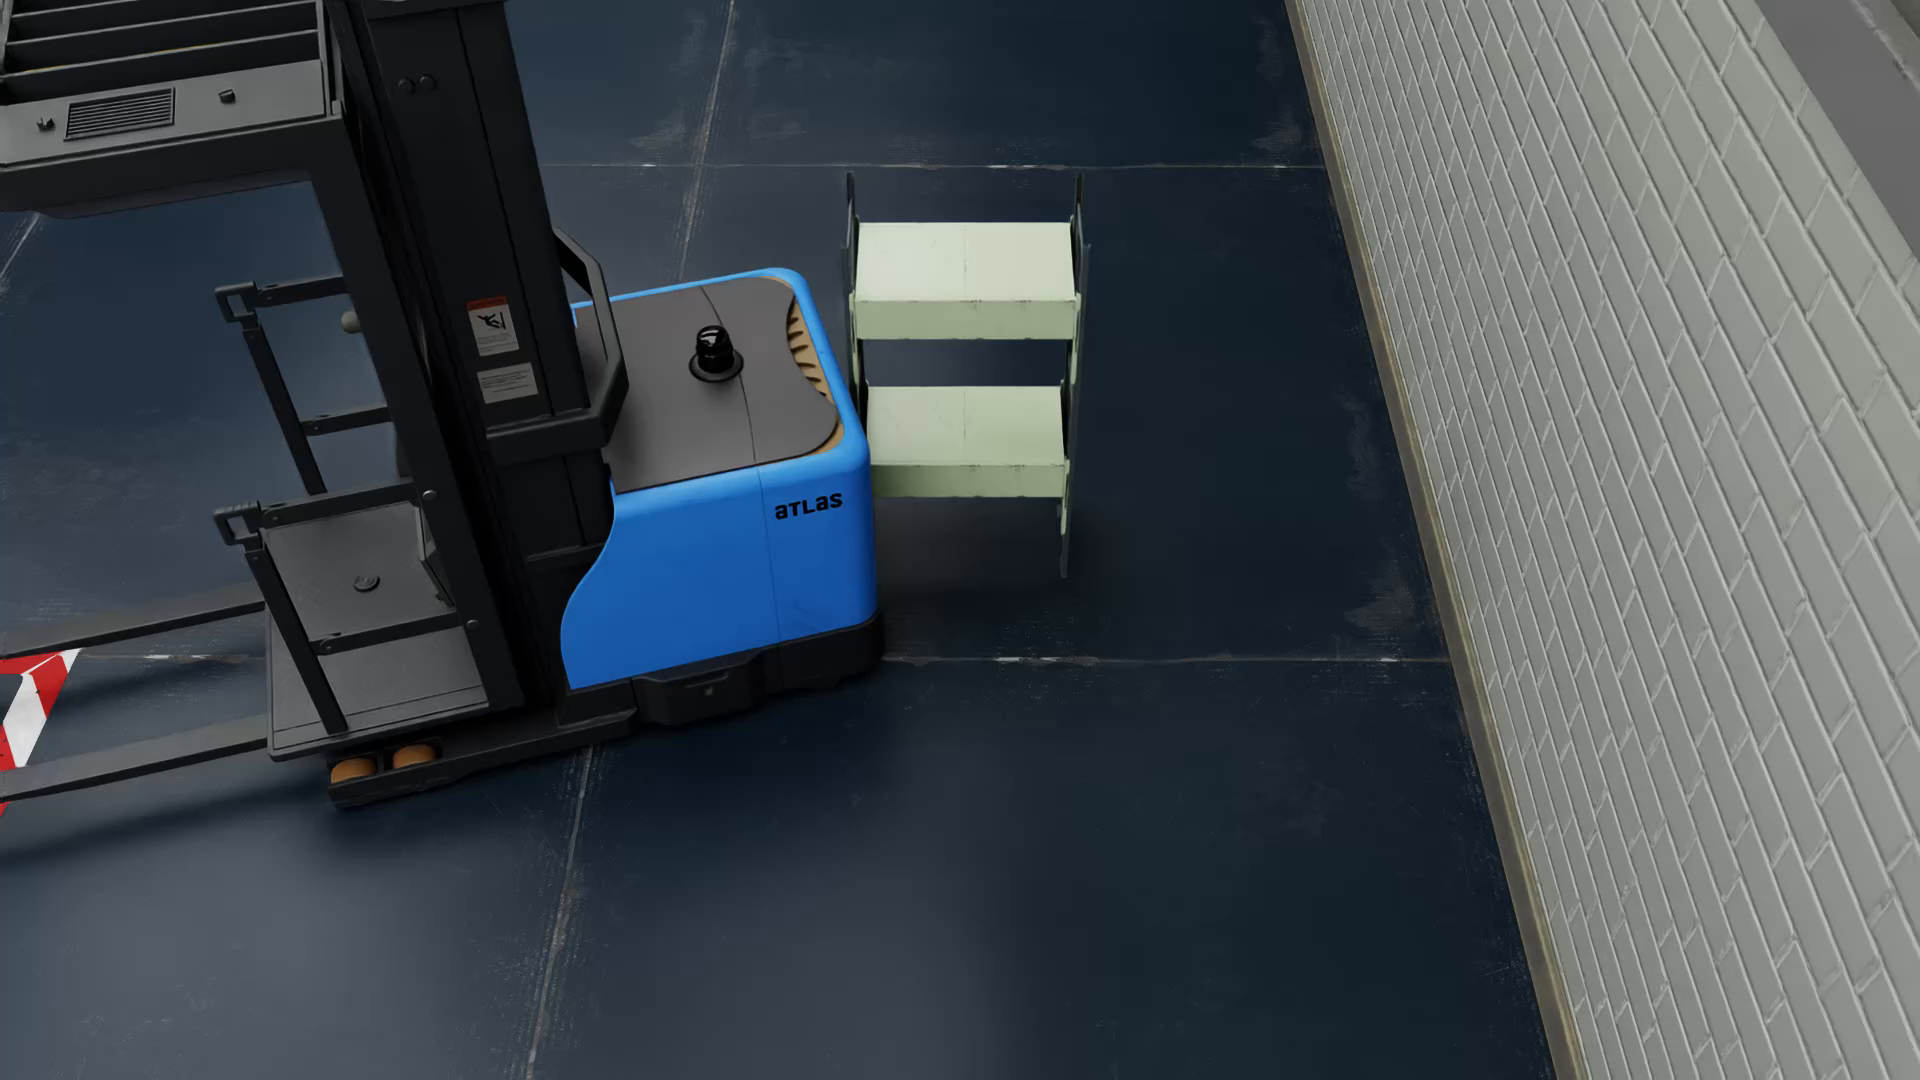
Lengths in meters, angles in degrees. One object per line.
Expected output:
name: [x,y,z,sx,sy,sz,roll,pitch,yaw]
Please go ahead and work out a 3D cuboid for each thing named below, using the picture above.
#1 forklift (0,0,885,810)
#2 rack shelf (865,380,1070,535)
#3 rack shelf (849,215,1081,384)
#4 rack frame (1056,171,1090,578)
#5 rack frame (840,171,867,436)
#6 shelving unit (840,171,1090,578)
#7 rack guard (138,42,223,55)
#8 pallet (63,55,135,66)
forklift: [-1.838,-0.564,4.773,3.031,2.935,1.130,-12,48,-11]
rack shelf: [0.016,-0.295,5.946,0.720,0.370,0.431,0,47,0]
rack shelf: [0.016,-0.783,5.421,0.720,0.370,0.431,0,47,0]
rack frame: [0.382,-0.518,5.707,0.023,1.500,0.400,0,47,0]
rack frame: [-0.350,-0.517,5.707,0.023,1.500,0.400,0,47,0]
shelving unit: [0.016,-0.518,5.707,0.755,1.500,0.431,0,47,0]
rack guard: [-3.997,-2.959,8.663,0.348,0.500,1.175,0,47,0]
pallet: [-4.794,-2.862,8.770,1.213,0.211,1.003,0,47,0]
